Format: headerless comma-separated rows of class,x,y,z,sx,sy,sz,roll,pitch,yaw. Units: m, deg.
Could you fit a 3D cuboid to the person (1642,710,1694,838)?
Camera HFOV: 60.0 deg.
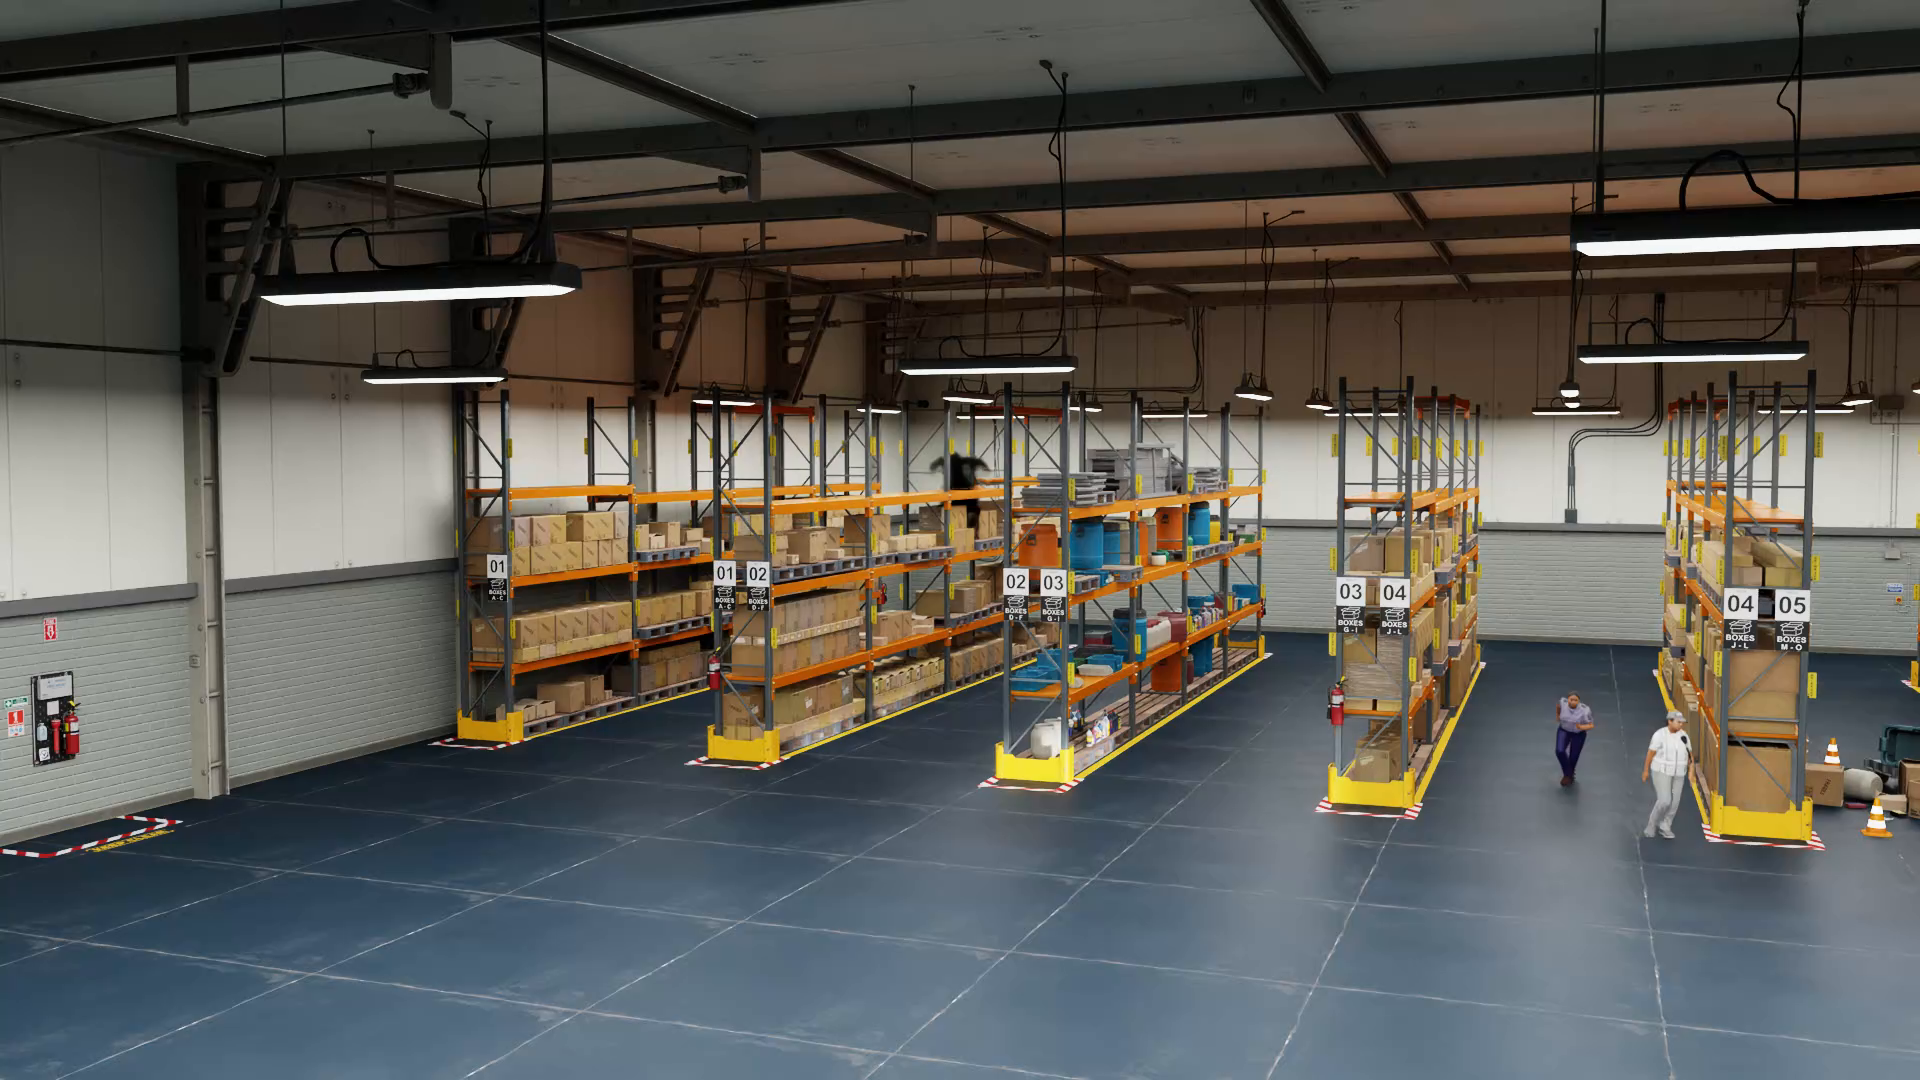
person,9.073,2.998,21.262,0.555,1.650,0.469,0,3,-5

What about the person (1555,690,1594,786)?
person,9.104,2.899,24.656,0.570,1.440,1.092,1,3,24
